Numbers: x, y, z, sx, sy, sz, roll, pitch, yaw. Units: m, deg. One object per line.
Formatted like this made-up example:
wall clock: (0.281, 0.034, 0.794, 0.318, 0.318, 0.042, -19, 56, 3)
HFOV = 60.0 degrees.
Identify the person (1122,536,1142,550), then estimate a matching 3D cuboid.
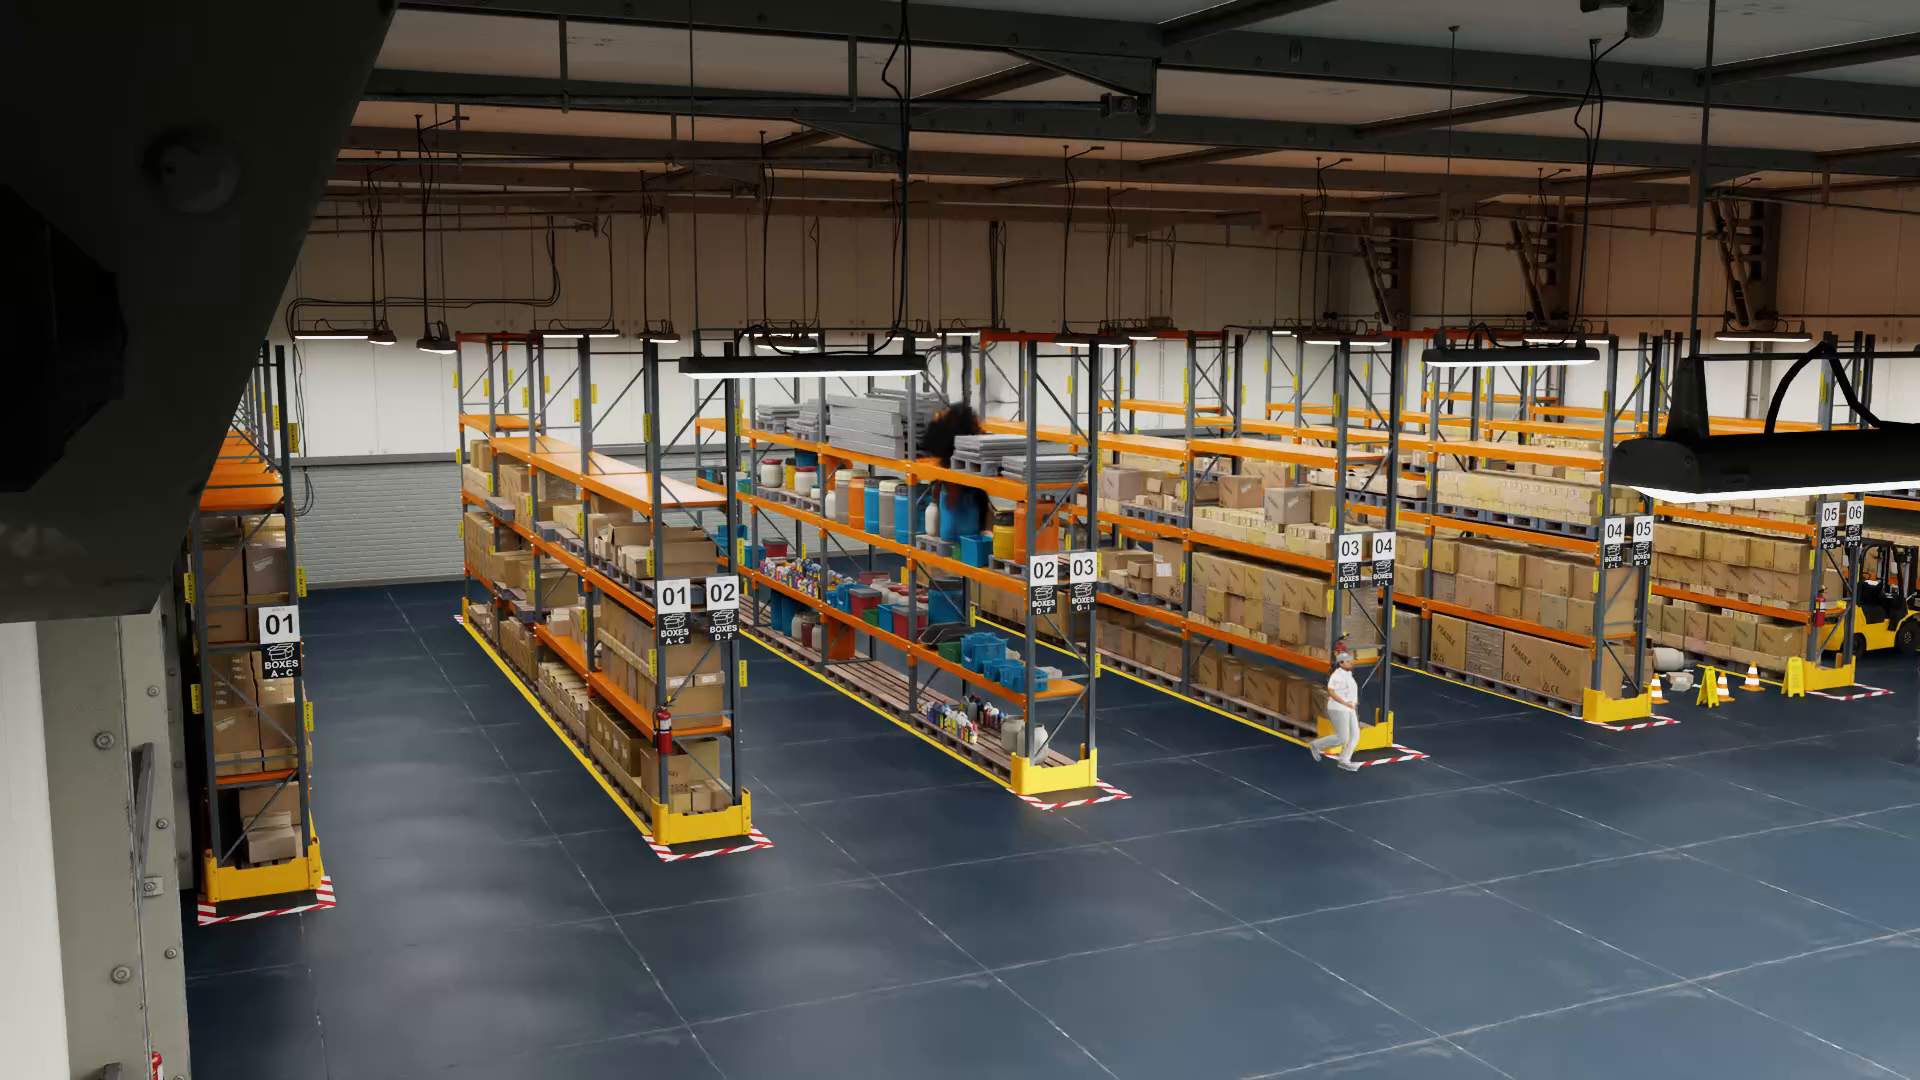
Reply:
person: (4.289, -0.206, 42.175, 0.845, 1.721, 0.688, 5, 9, 33)

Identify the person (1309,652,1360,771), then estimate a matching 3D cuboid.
person: (5.277, 2.372, 23.197, 0.676, 1.634, 0.619, 5, 9, 33)
